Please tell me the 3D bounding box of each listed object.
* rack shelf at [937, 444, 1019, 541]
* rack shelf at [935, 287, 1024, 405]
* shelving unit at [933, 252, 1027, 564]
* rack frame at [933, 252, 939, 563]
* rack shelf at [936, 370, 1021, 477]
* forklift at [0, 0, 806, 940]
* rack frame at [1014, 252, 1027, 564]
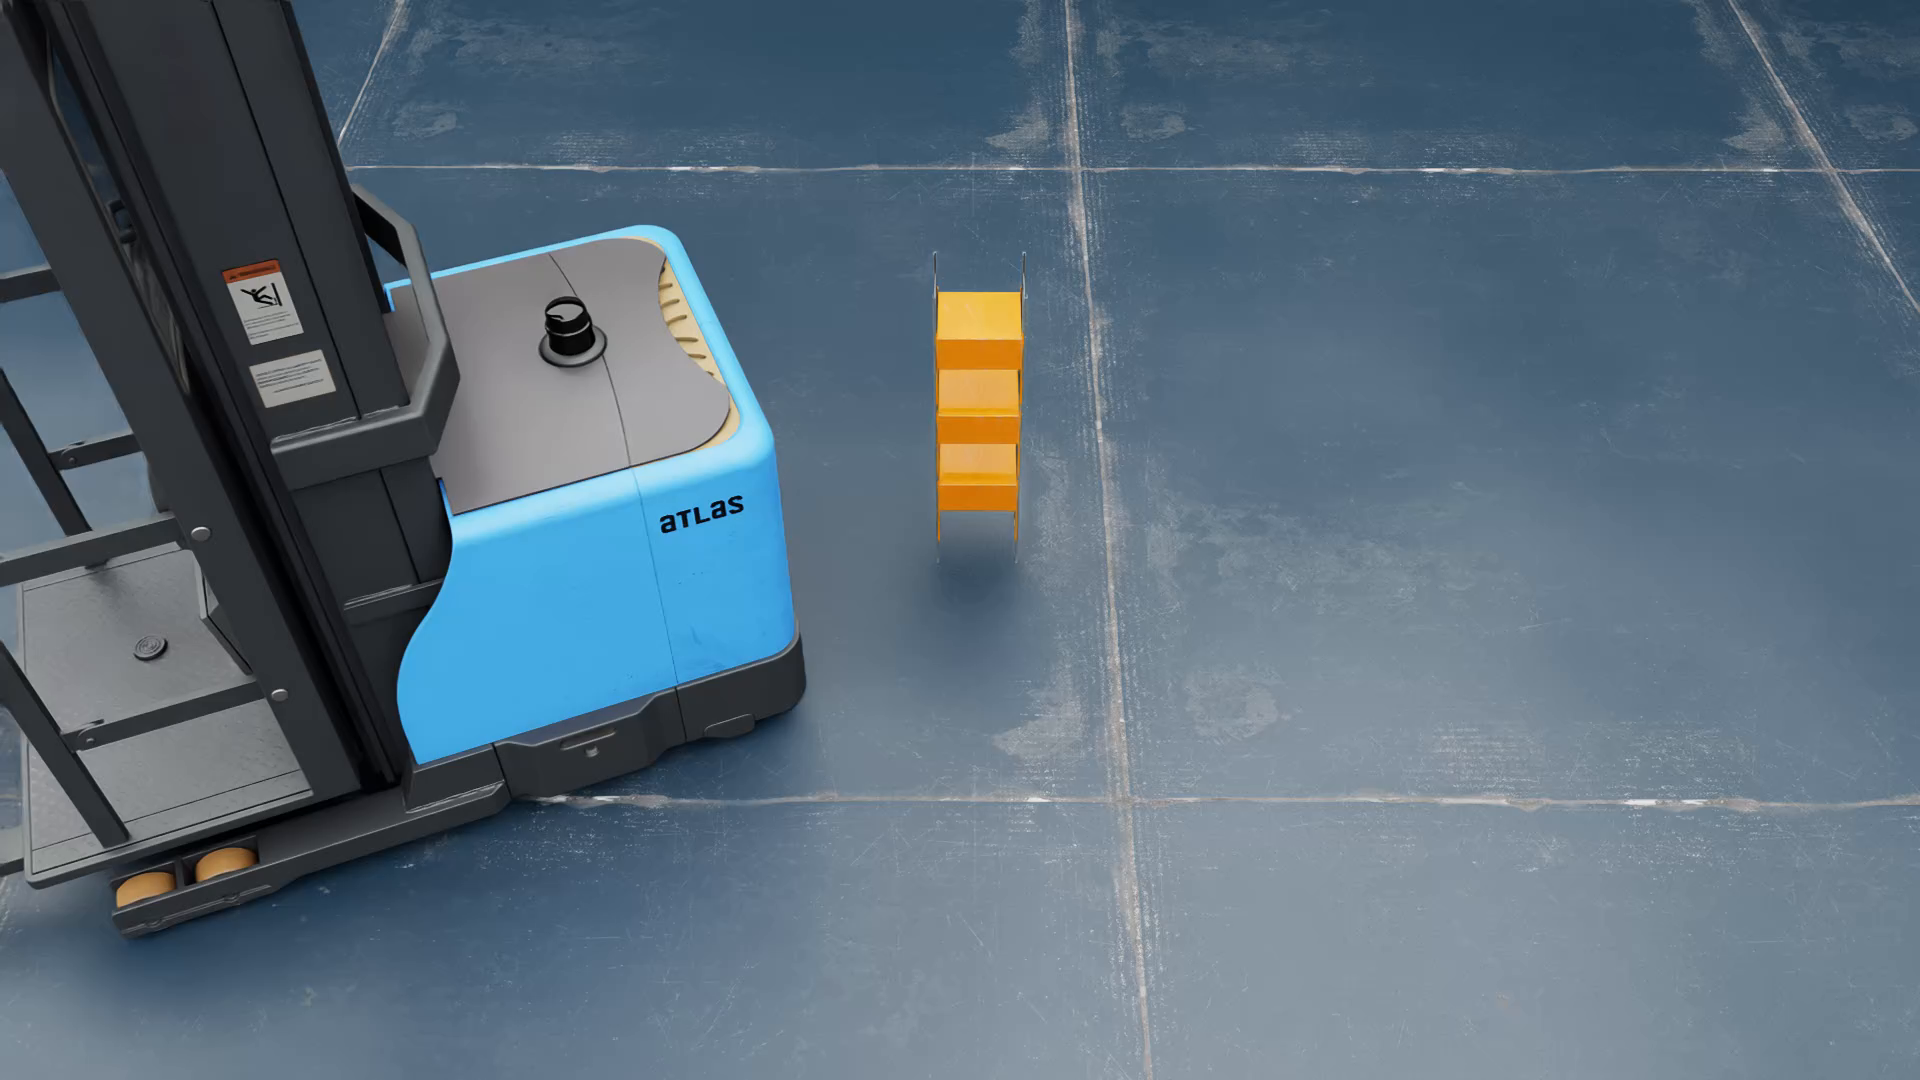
[{"bbox_3d":[0.054,-0.161,5.077,0.240,0.259,0.215,0,47,0],"label":"rack shelf"},{"bbox_3d":[0.054,-0.544,4.666,0.240,0.259,0.215,0,47,0],"label":"rack shelf"},{"bbox_3d":[0.054,-0.358,4.866,0.252,1.050,0.215,0,47,0],"label":"shelving unit"},{"bbox_3d":[-0.068,-0.358,4.866,0.008,1.050,0.200,0,47,0],"label":"rack frame"},{"bbox_3d":[0.054,-0.350,4.873,0.240,0.259,0.215,0,47,0],"label":"rack shelf"},{"bbox_3d":[-2.009,-0.427,3.645,3.031,2.935,1.130,-17,49,-15],"label":"forklift"},{"bbox_3d":[0.176,-0.357,4.865,0.008,1.050,0.200,0,47,0],"label":"rack frame"}]
